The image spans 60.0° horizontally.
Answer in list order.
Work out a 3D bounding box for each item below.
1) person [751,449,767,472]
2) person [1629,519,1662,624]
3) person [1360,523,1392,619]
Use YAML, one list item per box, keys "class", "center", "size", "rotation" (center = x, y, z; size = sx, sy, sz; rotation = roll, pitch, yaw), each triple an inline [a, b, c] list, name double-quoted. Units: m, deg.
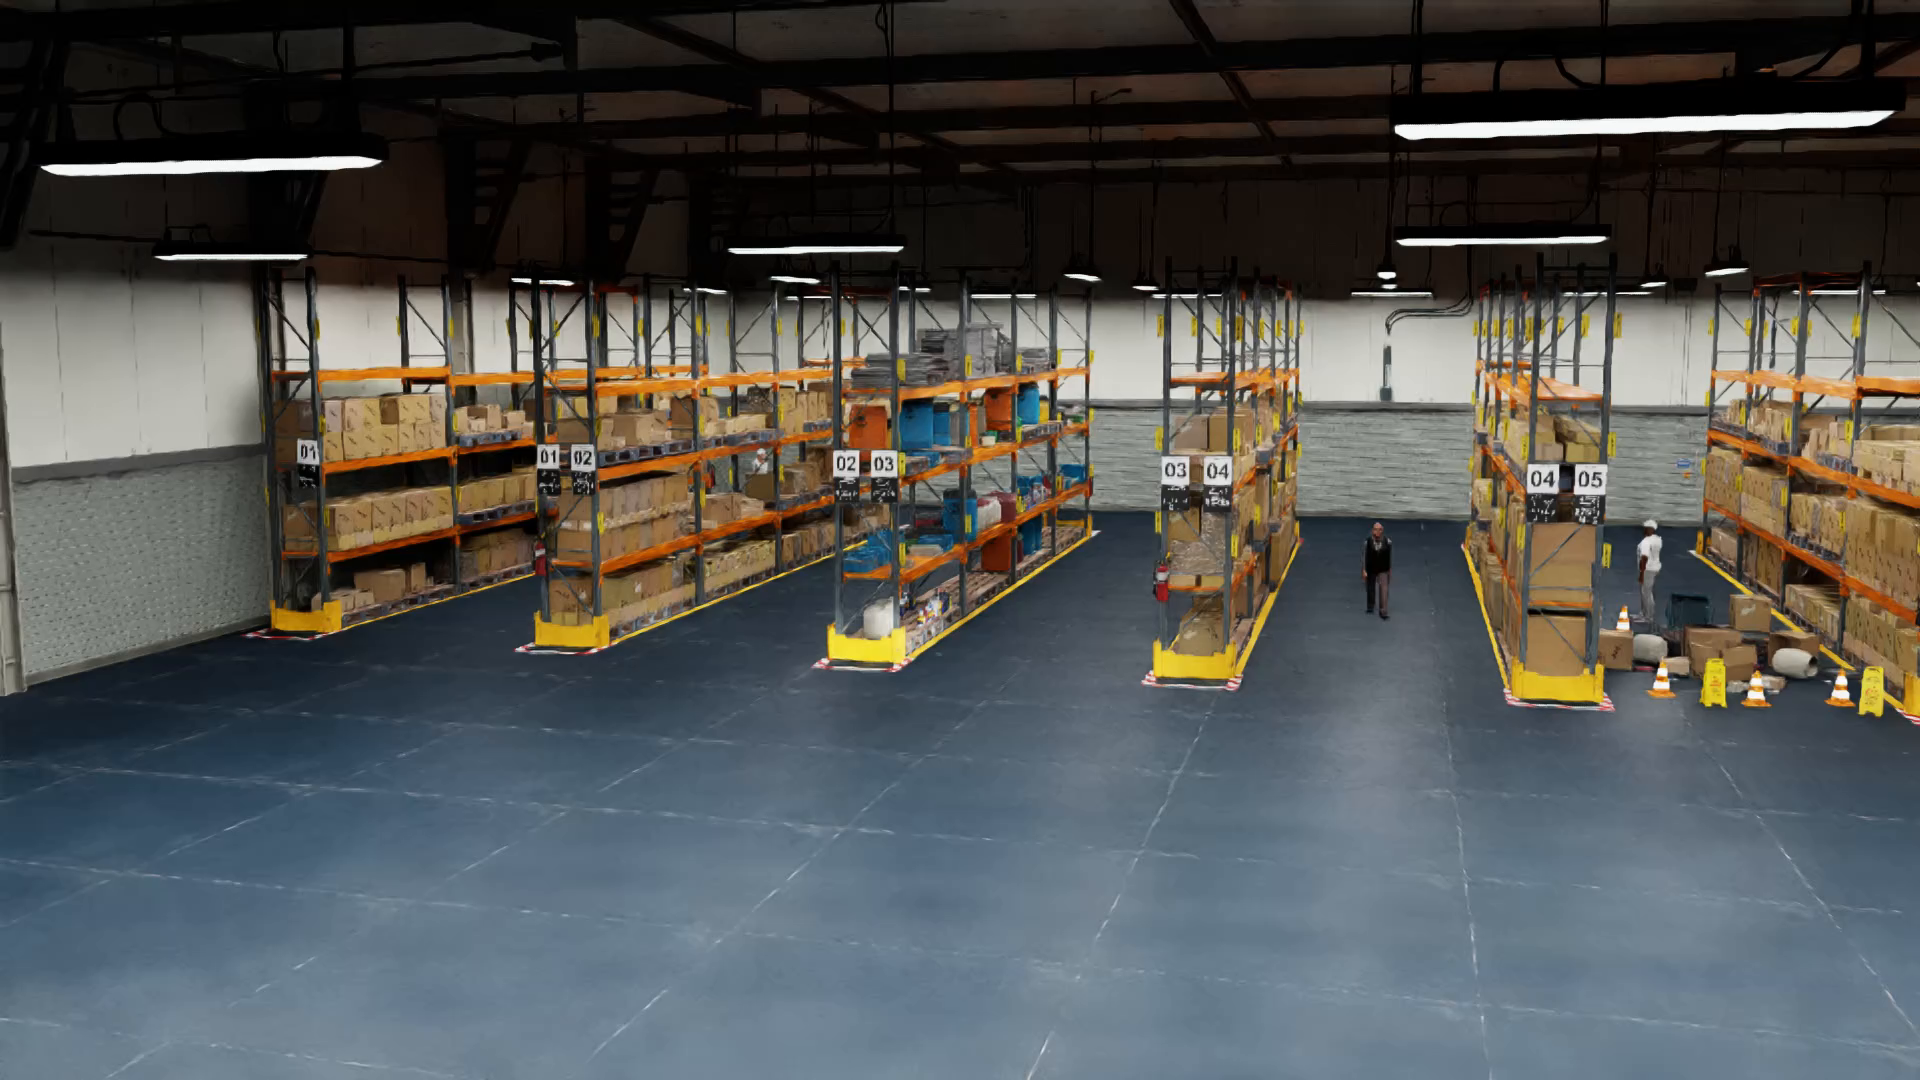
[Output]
- class: "person"
  center: [-5.464, -1.572, 44.777]
  size: [0.460, 1.780, 0.704]
  rotation: [7, 10, 43]
- class: "person"
  center: [11.669, 0.524, 28.335]
  size: [0.497, 1.765, 0.625]
  rotation: [7, 10, 44]
- class: "person"
  center: [7.218, 0.514, 28.863]
  size: [0.546, 1.644, 1.106]
  rotation: [2, 7, 12]
